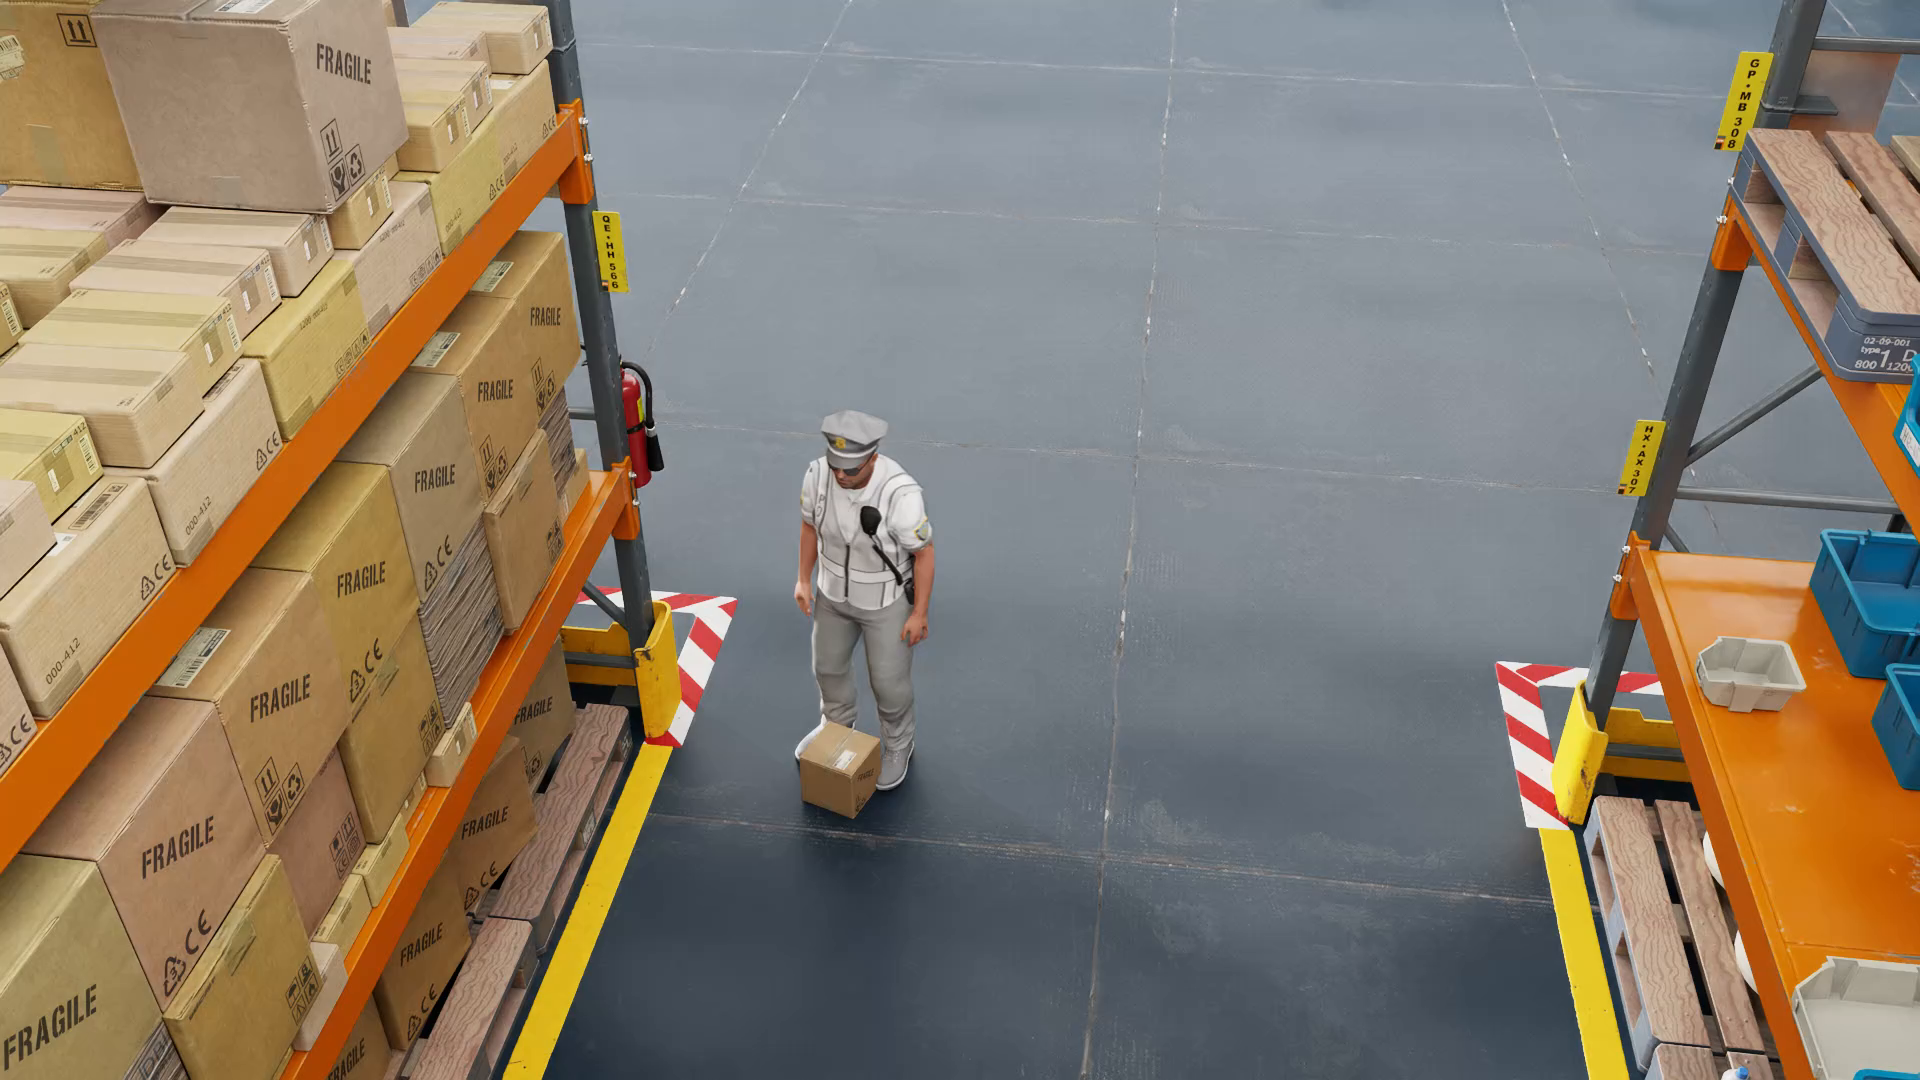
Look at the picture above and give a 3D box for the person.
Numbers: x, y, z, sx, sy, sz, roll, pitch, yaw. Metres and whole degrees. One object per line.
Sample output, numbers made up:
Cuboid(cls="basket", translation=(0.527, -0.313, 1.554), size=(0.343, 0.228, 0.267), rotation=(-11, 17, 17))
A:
Cuboid(cls="person", translation=(-0.381, 0.213, 6.739), size=(0.593, 1.748, 0.435), rotation=(16, 39, 20))
